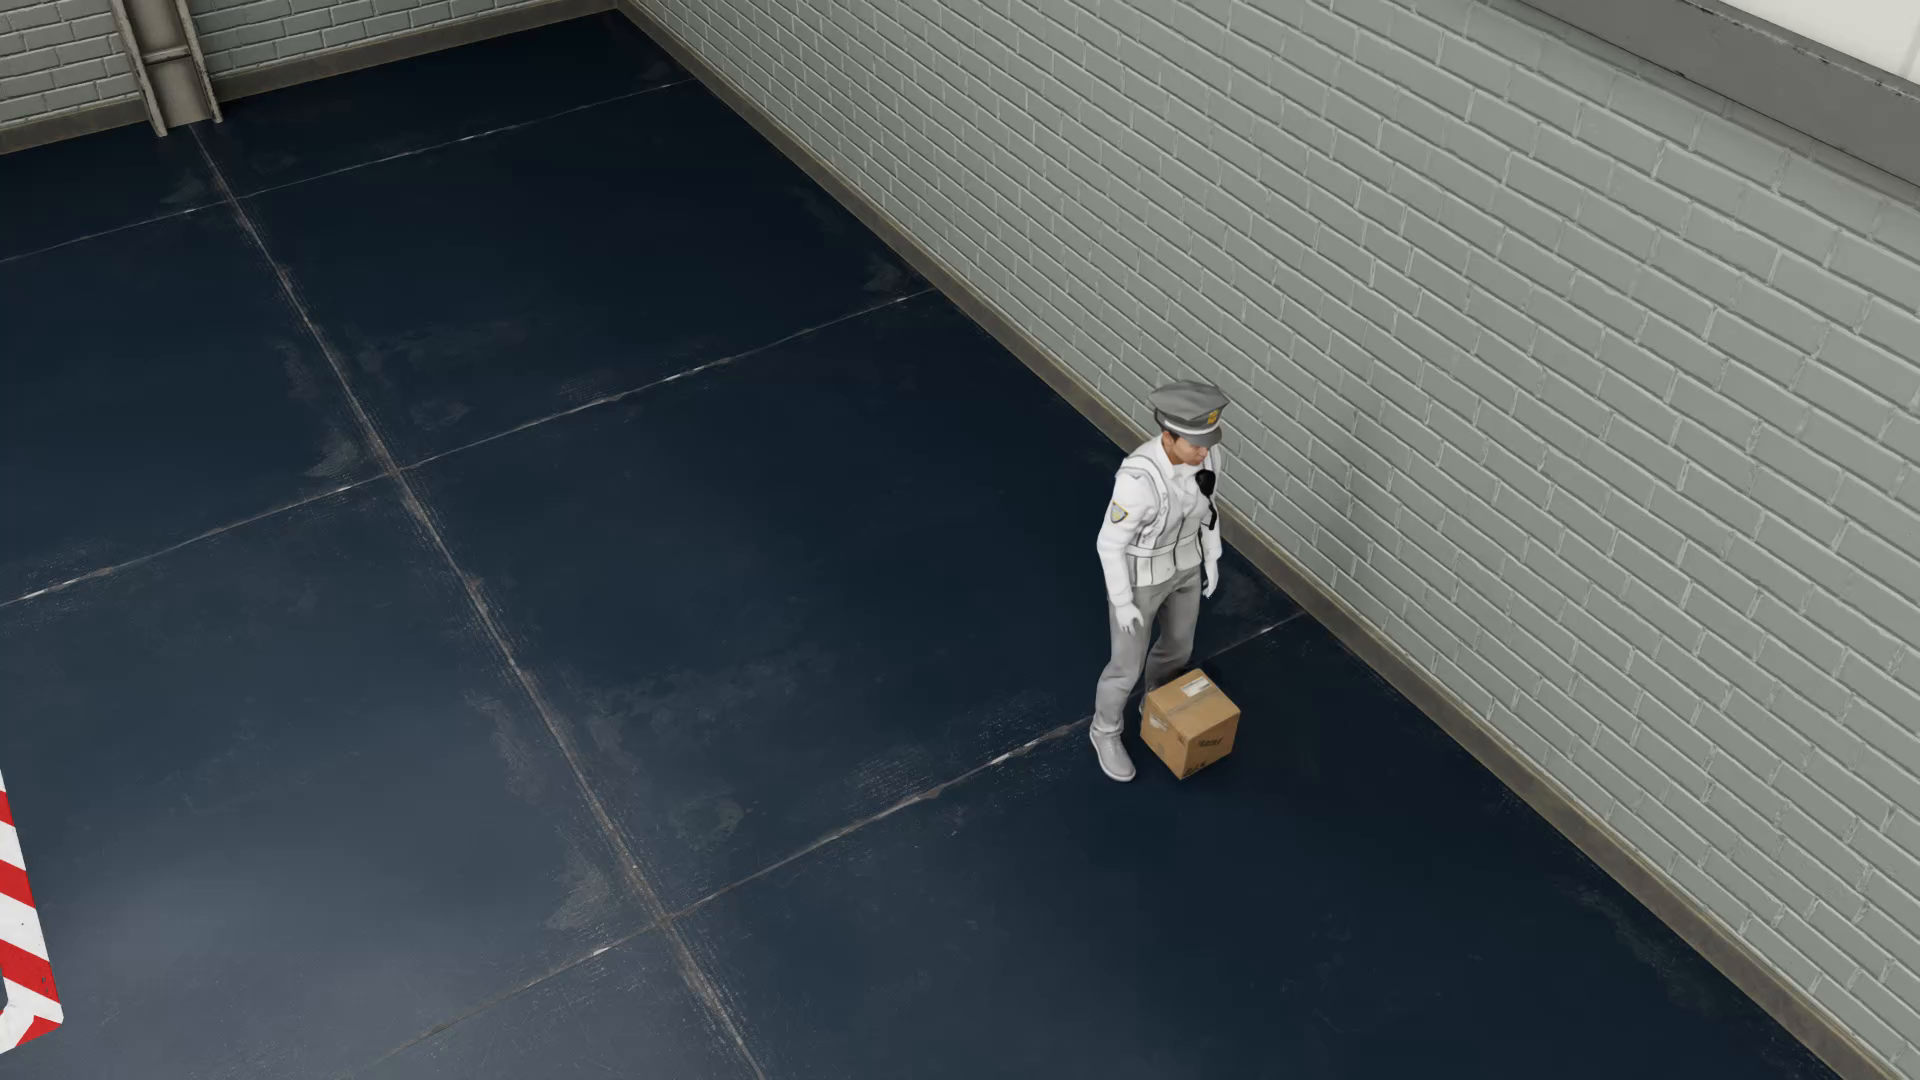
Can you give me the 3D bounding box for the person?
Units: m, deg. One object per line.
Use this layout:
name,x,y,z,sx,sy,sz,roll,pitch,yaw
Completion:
person,0.716,0.129,6.005,0.512,1.666,0.358,-24,46,-25
